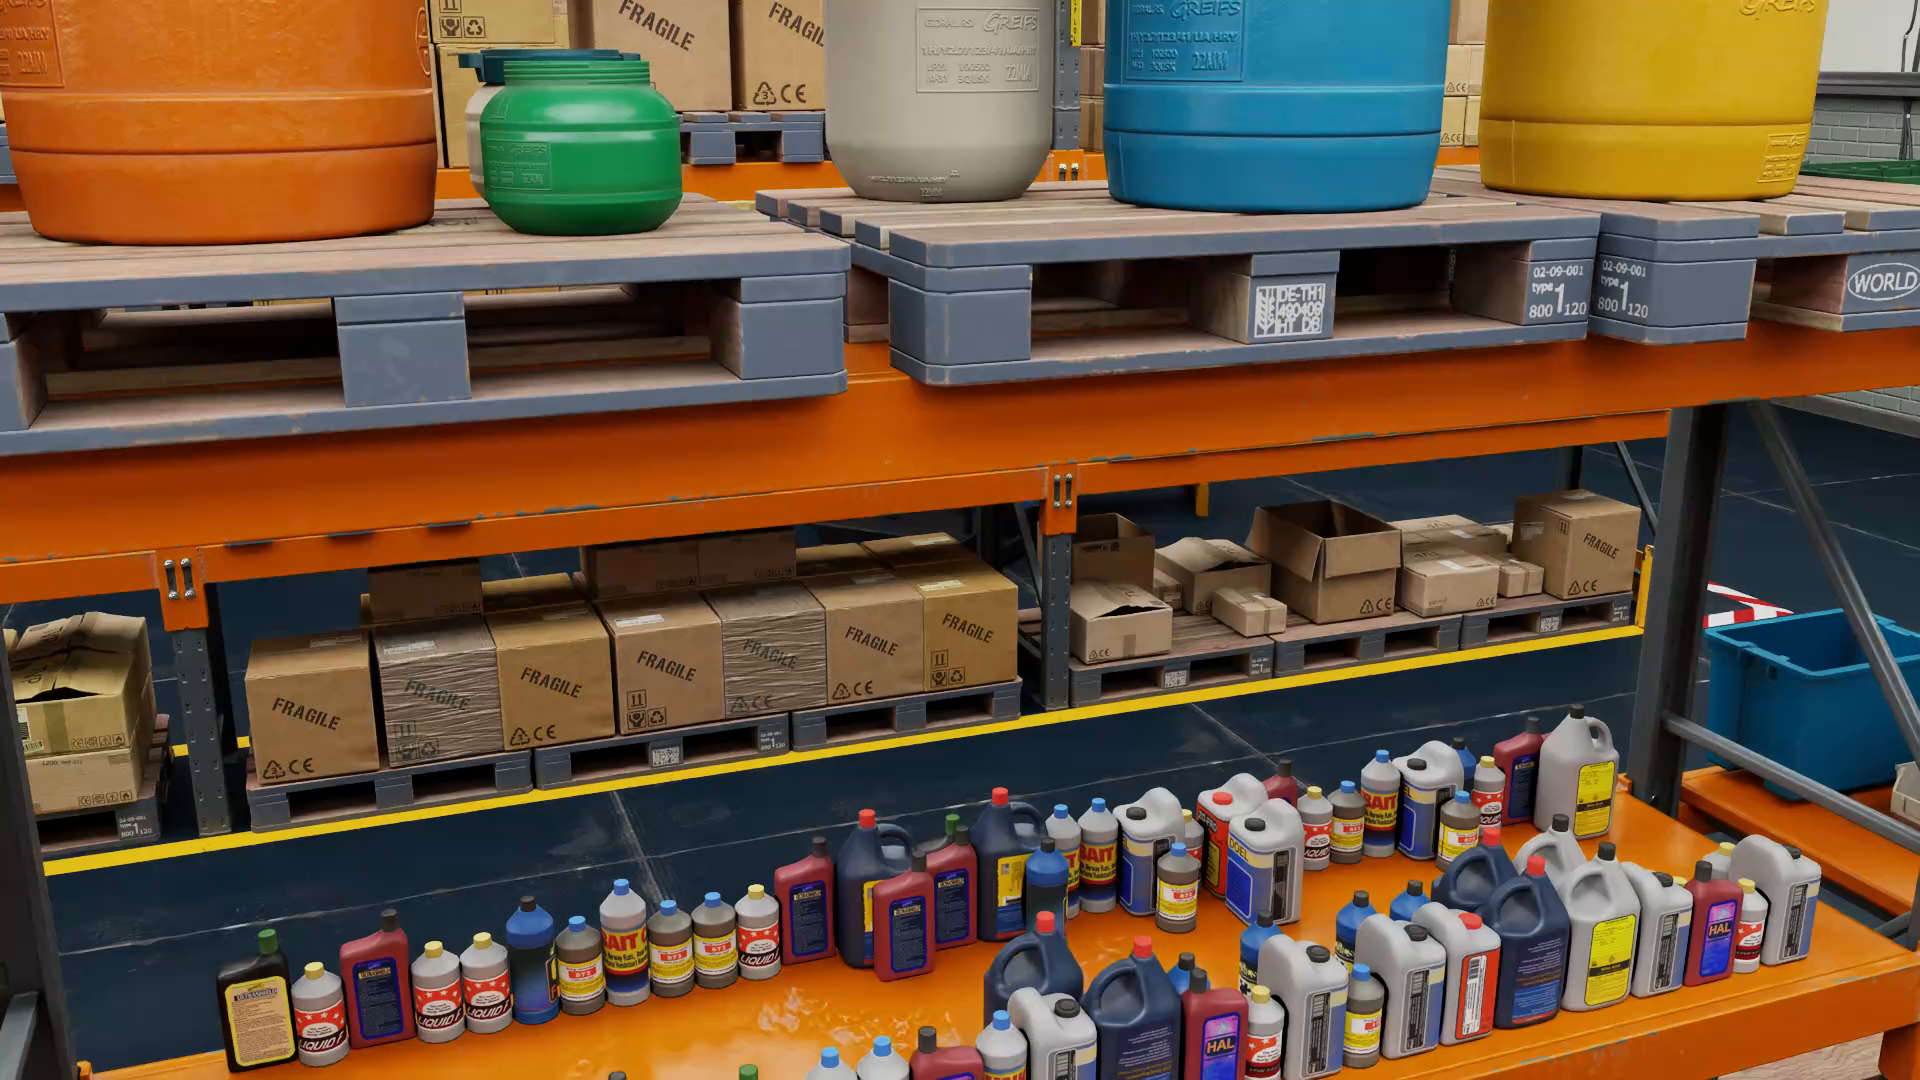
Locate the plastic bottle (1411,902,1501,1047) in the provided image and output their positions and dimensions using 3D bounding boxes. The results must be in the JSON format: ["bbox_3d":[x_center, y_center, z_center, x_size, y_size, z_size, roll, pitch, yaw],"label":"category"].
[{"bbox_3d":[1.031,0.888,3.470,0.135,0.276,0.152,-6,17,-20],"label":"plastic bottle"}]

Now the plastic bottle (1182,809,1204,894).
[{"bbox_3d":[0.544,0.756,4.053,0.097,0.201,0.097,0,16,0],"label":"plastic bottle"}]

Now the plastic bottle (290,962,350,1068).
[{"bbox_3d":[-1.301,0.955,3.375,0.097,0.201,0.097,0,16,0],"label":"plastic bottle"}]

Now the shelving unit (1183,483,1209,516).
[{"bbox_3d":[1.266,-0.969,12.236,1.083,1.500,0.587,-1,16,-3],"label":"shelving unit"}]

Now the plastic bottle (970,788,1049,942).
[{"bbox_3d":[0.113,0.738,3.850,0.185,0.351,0.144,-6,17,-20],"label":"plastic bottle"}]

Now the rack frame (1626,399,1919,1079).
[{"bbox_3d":[2.095,0.616,4.176,0.127,3.000,1.000,-6,17,-20],"label":"rack frame"}]

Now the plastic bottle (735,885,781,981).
[{"bbox_3d":[-0.449,0.863,3.688,0.097,0.201,0.097,0,16,0],"label":"plastic bottle"}]

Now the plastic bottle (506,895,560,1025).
[{"bbox_3d":[-0.903,0.879,3.511,0.097,0.271,0.097,0,16,0],"label":"plastic bottle"}]

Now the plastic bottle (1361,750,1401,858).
[{"bbox_3d":[1.067,0.666,4.236,0.097,0.271,0.097,0,16,0],"label":"plastic bottle"}]

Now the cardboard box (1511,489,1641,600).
[{"bbox_3d":[3.642,0.017,9.872,0.500,0.500,0.500,-6,17,-20],"label":"cardboard box"}]

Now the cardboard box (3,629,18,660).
[{"bbox_3d":[-4.490,0.595,7.387,0.500,0.311,0.500,-7,18,-21],"label":"cardboard box"}]

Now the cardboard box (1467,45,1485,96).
[{"bbox_3d":[2.738,-2.479,8.772,0.500,0.250,0.500,-6,17,-20],"label":"cardboard box"}]

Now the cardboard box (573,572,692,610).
[{"bbox_3d":[-1.648,0.441,8.427,0.500,0.500,0.500,-7,18,-22],"label":"cardboard box"}]

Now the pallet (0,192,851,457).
[{"bbox_3d":[-0.891,-0.380,2.582,1.213,0.211,1.003,-6,17,-20],"label":"pallet"}]

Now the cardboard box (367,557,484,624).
[{"bbox_3d":[-2.568,0.182,7.981,0.500,0.250,0.500,-5,17,-18],"label":"cardboard box"}]

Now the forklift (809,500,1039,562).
[{"bbox_3d":[-0.282,-1.230,10.584,1.130,2.935,3.031,8,18,25],"label":"forklift"}]

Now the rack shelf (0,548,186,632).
[{"bbox_3d":[-5.276,0.263,6.657,4.000,0.370,1.077,-6,17,-20],"label":"rack shelf"}]

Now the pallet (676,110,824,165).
[{"bbox_3d":[-1.275,-1.884,7.699,1.003,0.211,1.213,-6,17,-20],"label":"pallet"}]

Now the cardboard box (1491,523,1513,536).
[{"bbox_3d":[3.547,0.018,10.493,0.250,0.149,0.380,-6,17,-20],"label":"cardboard box"}]

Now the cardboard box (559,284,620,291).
[{"bbox_3d":[-2.736,-1.975,12.260,0.500,0.500,0.500,-6,17,-20],"label":"cardboard box"}]

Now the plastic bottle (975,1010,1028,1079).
[{"bbox_3d":[0.076,1.002,3.092,0.097,0.271,0.097,0,16,0],"label":"plastic bottle"}]

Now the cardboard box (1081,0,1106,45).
[{"bbox_3d":[0.767,-2.713,8.239,0.500,0.500,0.700,-6,17,-20],"label":"cardboard box"}]

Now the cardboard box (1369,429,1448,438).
[{"bbox_3d":[2.319,-0.869,9.056,0.500,0.500,0.500,-6,18,-21],"label":"cardboard box"}]

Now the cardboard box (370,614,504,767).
[{"bbox_3d":[-2.395,0.679,7.617,0.500,0.500,0.500,-7,18,-22],"label":"cardboard box"}]

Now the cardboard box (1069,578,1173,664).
[{"bbox_3d":[0.796,0.406,8.883,0.500,0.311,0.500,-6,17,-20],"label":"cardboard box"}]

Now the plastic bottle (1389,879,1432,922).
[{"bbox_3d":[0.969,0.859,3.576,0.097,0.271,0.097,0,16,0],"label":"plastic bottle"}]

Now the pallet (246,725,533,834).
[{"bbox_3d":[-2.698,0.989,7.857,1.213,0.211,1.003,-6,17,-20],"label":"pallet"}]

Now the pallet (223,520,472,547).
[{"bbox_3d":[-2.801,-0.279,7.565,1.003,0.211,1.213,-6,17,-20],"label":"pallet"}]

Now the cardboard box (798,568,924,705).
[{"bbox_3d":[-0.497,0.474,8.317,0.500,0.500,0.500,-6,17,-20],"label":"cardboard box"}]

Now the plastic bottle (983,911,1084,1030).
[{"bbox_3d":[0.145,0.903,3.286,0.185,0.351,0.144,-6,17,-20],"label":"plastic bottle"}]

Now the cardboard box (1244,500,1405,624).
[{"bbox_3d":[2.079,0.109,9.555,0.637,0.503,0.797,-6,17,-20],"label":"cardboard box"}]

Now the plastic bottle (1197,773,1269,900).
[{"bbox_3d":[0.662,0.716,4.058,0.135,0.276,0.152,-6,17,-20],"label":"plastic bottle"}]

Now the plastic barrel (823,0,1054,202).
[{"bbox_3d":[-0.038,-0.905,3.046,0.433,0.535,0.433,0,16,0],"label":"plastic barrel"}]

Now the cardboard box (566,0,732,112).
[{"bbox_3d":[-1.415,-2.257,7.538,0.600,0.600,0.600,-7,18,-22],"label":"cardboard box"}]

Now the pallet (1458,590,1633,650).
[{"bbox_3d":[3.246,0.336,10.081,1.213,0.211,1.003,-6,17,-20],"label":"pallet"}]

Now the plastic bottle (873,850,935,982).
[{"bbox_3d":[-0.123,0.827,3.667,0.133,0.283,0.061,-6,17,-20],"label":"plastic bottle"}]

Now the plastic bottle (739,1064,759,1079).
[{"bbox_3d":[-0.331,1.046,2.921,0.133,0.283,0.061,-6,17,-20],"label":"plastic bottle"}]

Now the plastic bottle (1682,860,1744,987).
[{"bbox_3d":[1.643,0.832,3.647,0.133,0.283,0.061,-6,17,-20],"label":"plastic bottle"}]

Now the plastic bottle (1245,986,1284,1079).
[{"bbox_3d":[0.590,0.980,3.290,0.097,0.201,0.097,0,16,0],"label":"plastic bottle"}]

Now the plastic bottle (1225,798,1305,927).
[{"bbox_3d":[0.716,0.756,3.922,0.135,0.276,0.152,-6,17,-20],"label":"plastic bottle"}]

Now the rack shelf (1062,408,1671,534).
[{"bbox_3d":[2.194,-0.544,9.403,4.000,0.370,1.077,-6,17,-20],"label":"rack shelf"}]

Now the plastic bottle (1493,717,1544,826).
[{"bbox_3d":[1.476,0.610,4.403,0.133,0.283,0.061,-6,17,-20],"label":"plastic bottle"}]

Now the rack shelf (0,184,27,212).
[{"bbox_3d":[-5.276,-1.177,6.234,4.000,0.370,1.077,-6,17,-20],"label":"rack shelf"}]

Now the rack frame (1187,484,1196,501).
[{"bbox_3d":[1.765,-0.975,12.258,0.032,1.500,0.500,-1,16,-3],"label":"rack frame"}]

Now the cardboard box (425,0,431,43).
[{"bbox_3d":[-2.523,-2.345,6.984,0.500,0.500,0.500,-6,17,-20],"label":"cardboard box"}]

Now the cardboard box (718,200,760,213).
[{"bbox_3d":[-1.794,-2.436,12.498,0.500,0.250,0.500,-6,17,-19],"label":"cardboard box"}]
